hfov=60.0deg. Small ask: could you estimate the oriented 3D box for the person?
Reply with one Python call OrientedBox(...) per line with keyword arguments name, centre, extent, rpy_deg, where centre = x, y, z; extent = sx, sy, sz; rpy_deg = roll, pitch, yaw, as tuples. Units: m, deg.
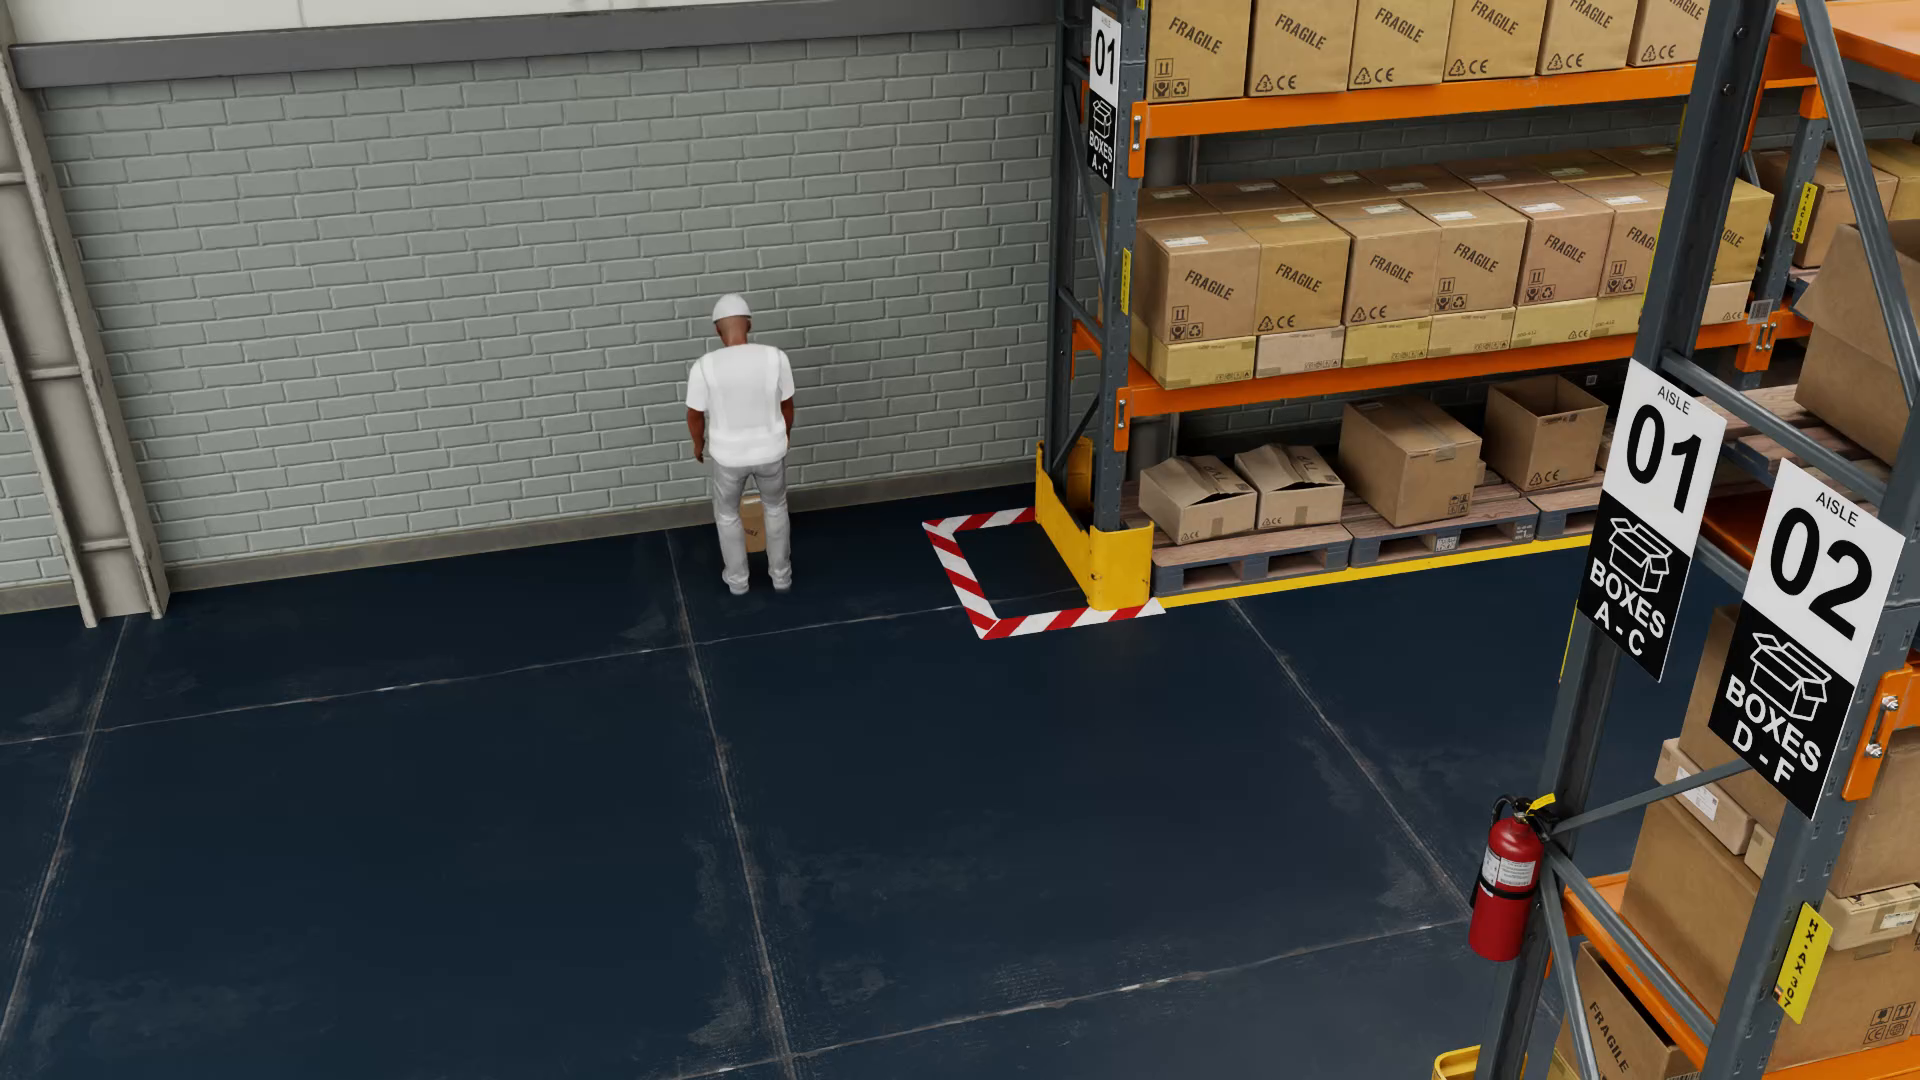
OrientedBox(name="person", centre=(-1.190, -0.508, 9.136), extent=(0.588, 1.726, 0.437), rpy_deg=(-7, 31, -12))
